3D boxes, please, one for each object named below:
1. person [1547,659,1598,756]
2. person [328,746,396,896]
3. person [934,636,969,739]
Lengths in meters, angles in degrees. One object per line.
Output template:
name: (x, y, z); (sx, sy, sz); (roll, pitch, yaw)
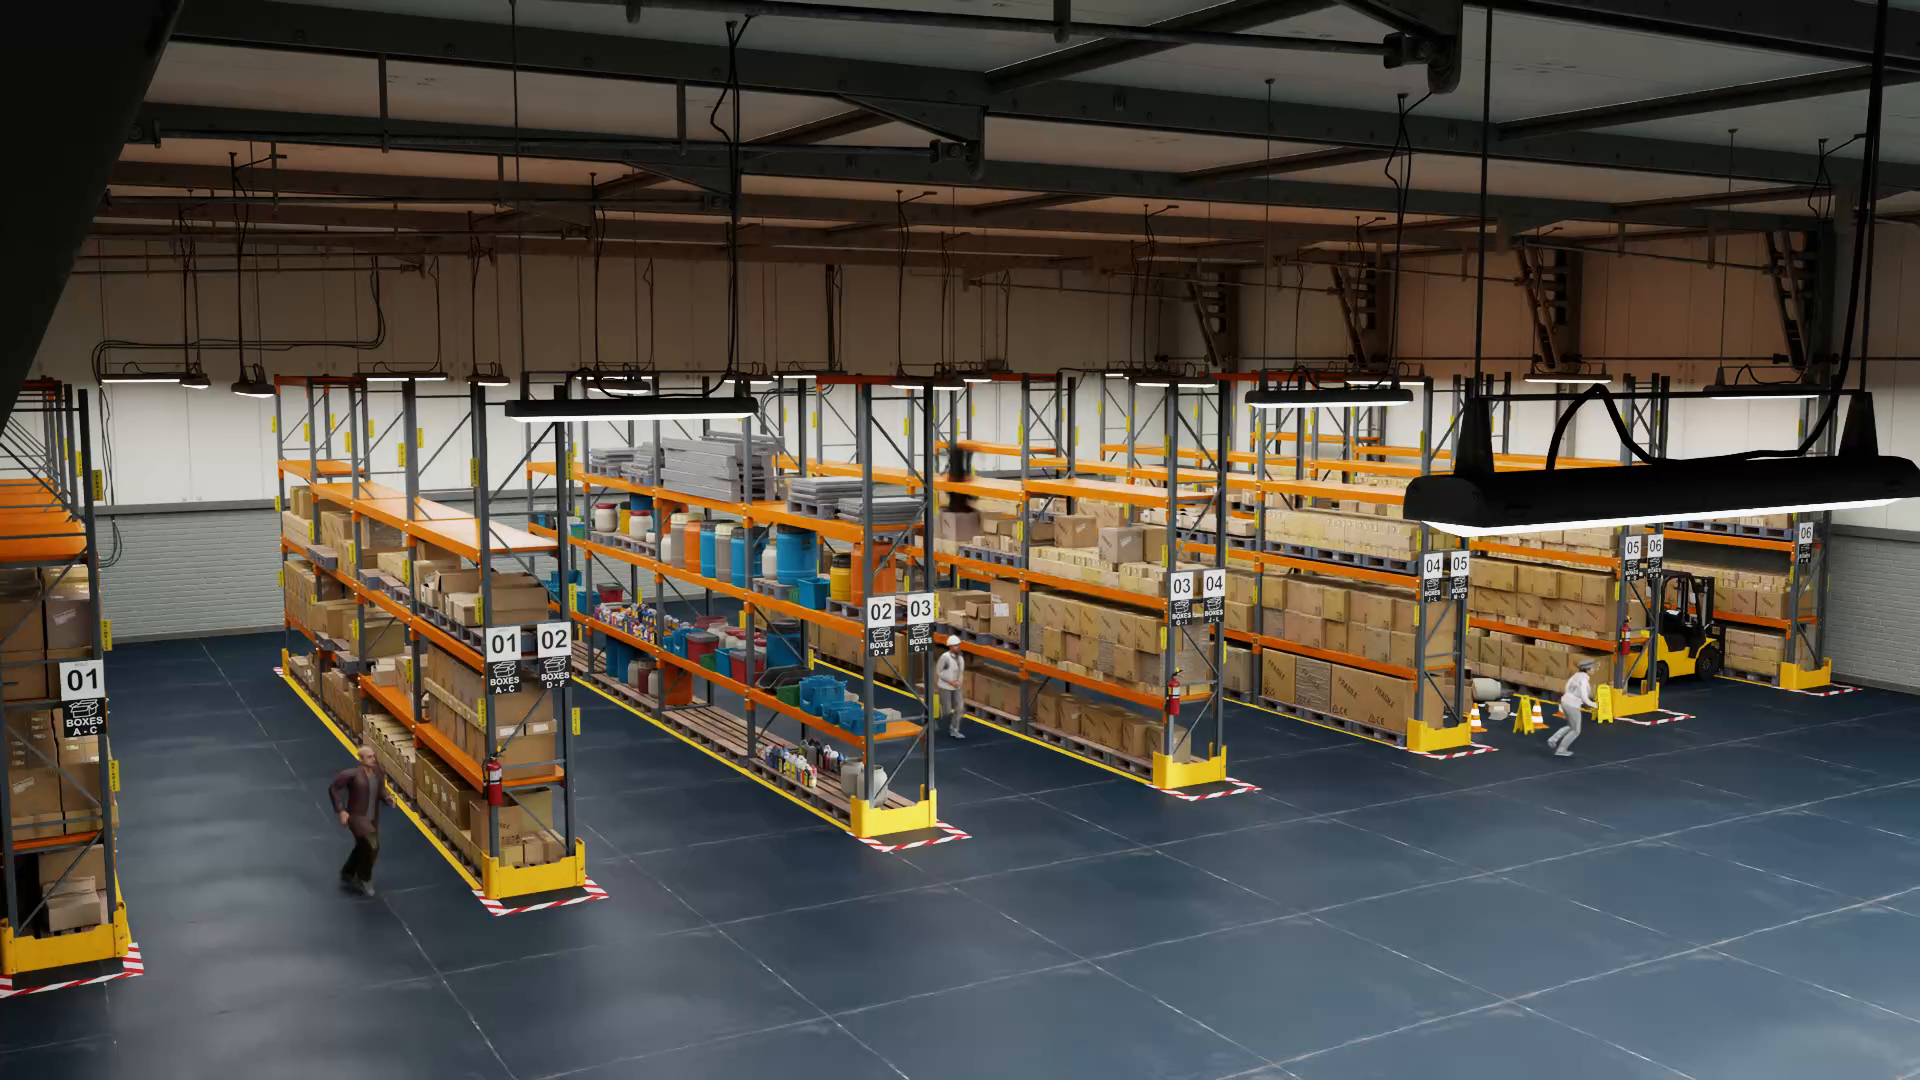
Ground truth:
person: (9.766, 2.659, 26.464); (0.732, 1.570, 0.587); (1, 6, 5)
person: (-7.077, 3.322, 19.697); (0.879, 1.797, 0.652); (3, 7, 26)
person: (-0.223, 2.436, 27.838); (0.661, 1.731, 0.794); (-6, 9, -43)
